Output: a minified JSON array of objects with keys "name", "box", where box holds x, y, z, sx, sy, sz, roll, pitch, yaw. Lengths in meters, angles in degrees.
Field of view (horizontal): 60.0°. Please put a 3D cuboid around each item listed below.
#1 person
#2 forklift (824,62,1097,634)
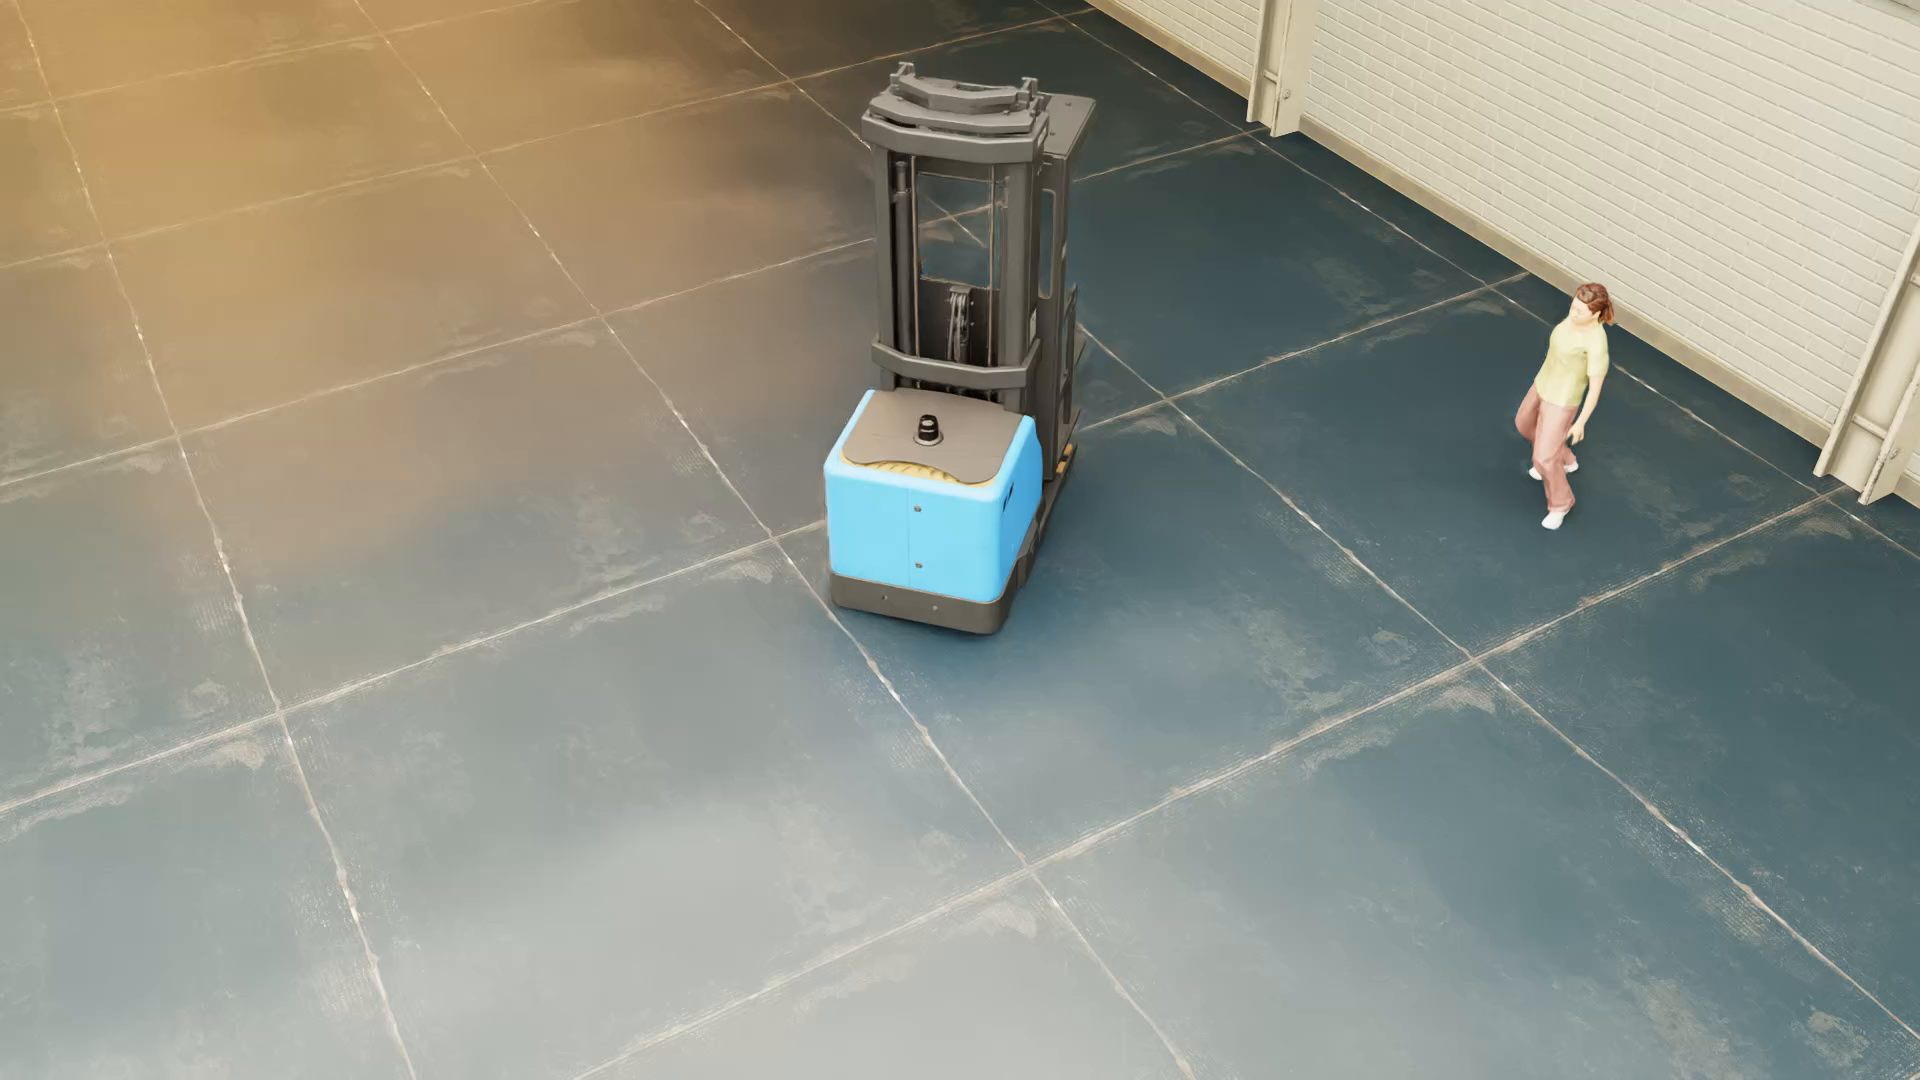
[{"name":"person","box":[3.758,-0.930,10.209,0.477,1.598,0.813,1,40,1]},{"name":"forklift","box":[0.136,-1.535,9.887,1.130,2.935,3.031,11,41,13]}]
